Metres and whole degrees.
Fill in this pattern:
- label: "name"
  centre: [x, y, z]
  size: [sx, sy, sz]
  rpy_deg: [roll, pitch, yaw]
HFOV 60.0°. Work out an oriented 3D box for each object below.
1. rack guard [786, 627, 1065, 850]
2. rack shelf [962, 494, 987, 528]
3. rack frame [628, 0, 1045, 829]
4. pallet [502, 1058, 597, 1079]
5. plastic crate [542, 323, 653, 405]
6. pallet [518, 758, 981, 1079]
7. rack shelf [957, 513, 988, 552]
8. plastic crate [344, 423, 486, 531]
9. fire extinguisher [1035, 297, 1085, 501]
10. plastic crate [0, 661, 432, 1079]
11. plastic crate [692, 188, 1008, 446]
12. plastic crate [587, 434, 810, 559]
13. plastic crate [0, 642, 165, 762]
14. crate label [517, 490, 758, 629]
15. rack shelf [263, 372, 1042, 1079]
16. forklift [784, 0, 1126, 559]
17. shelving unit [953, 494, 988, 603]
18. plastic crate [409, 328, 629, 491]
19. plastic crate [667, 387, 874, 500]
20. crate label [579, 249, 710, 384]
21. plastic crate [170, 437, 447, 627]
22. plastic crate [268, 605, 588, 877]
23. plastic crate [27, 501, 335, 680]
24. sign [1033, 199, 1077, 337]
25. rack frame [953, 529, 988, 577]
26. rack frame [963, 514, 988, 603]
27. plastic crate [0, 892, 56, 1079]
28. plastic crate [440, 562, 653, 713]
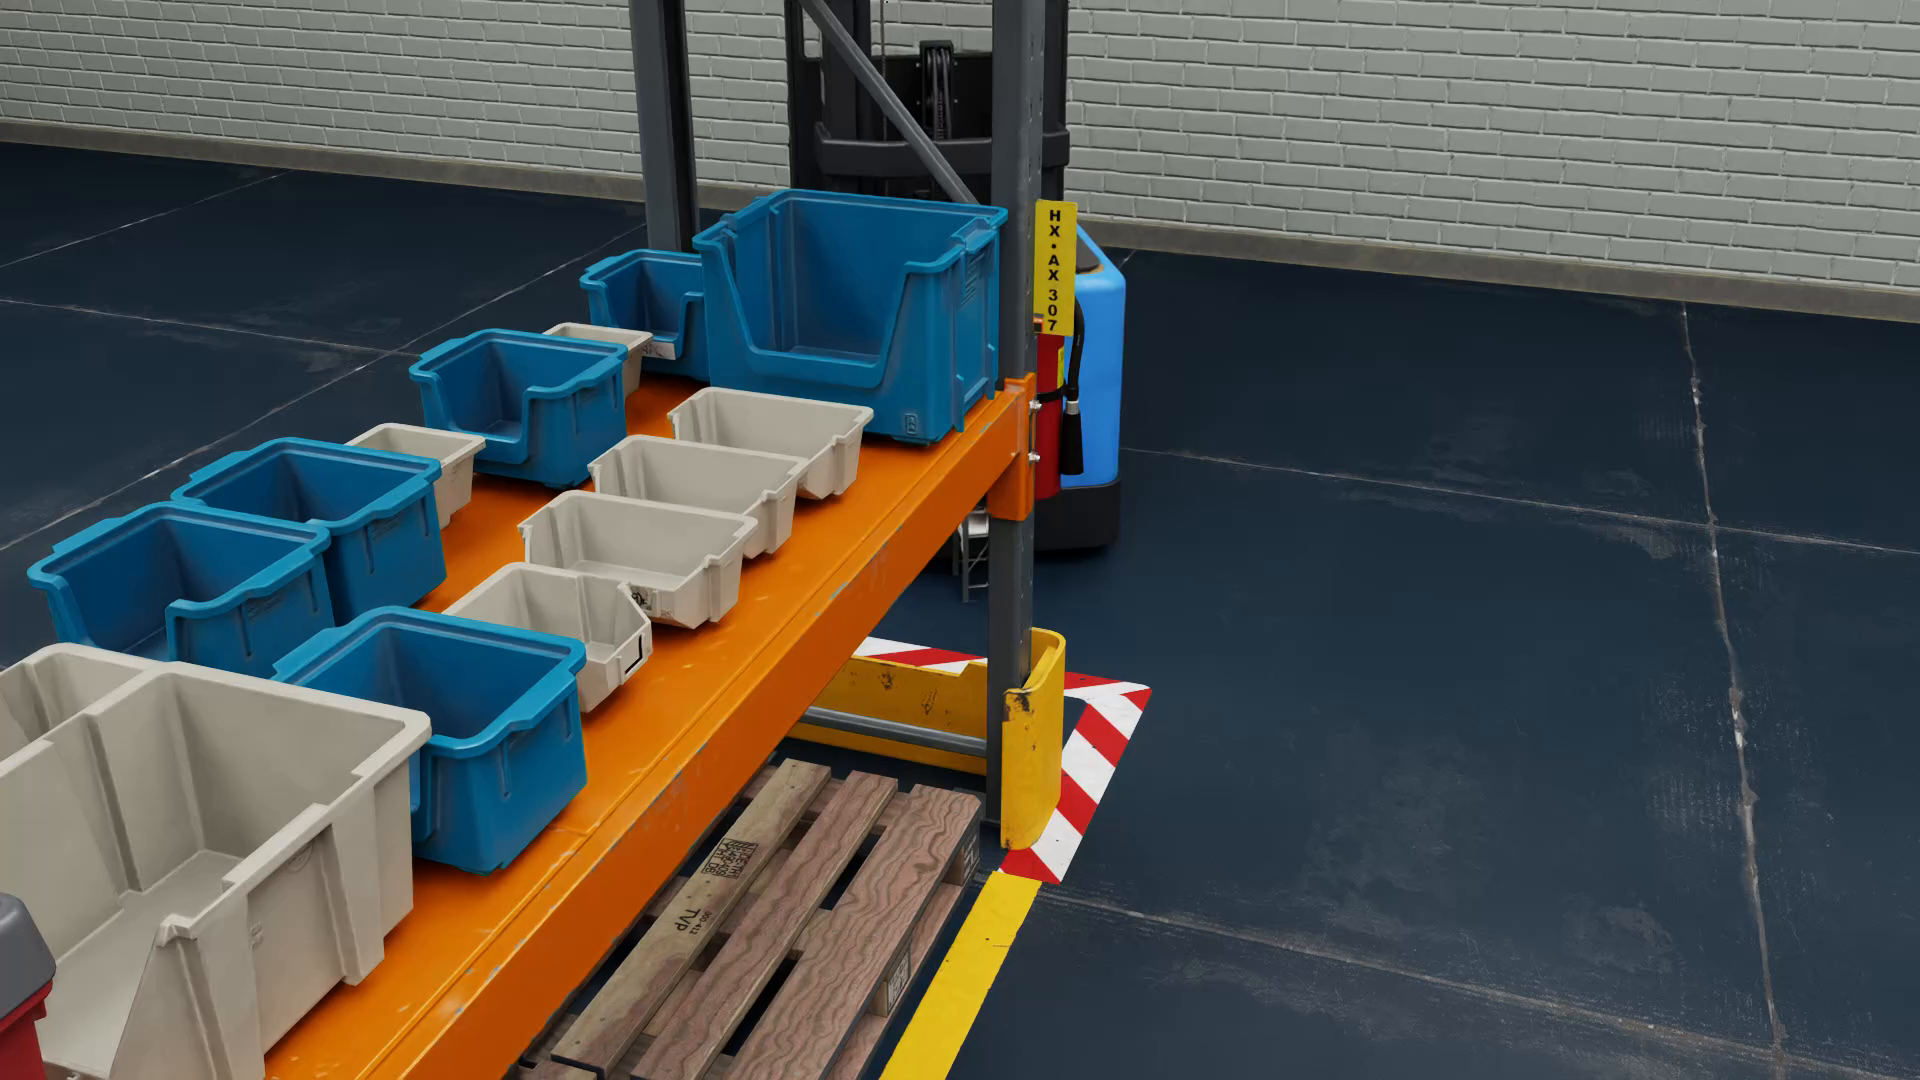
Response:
- label: "rack guard"
  centre: [-0.303, 0.469, 4.707]
  size: [1.175, 0.500, 0.348]
  rpy_deg: [9, 27, 17]
- label: "rack shelf"
  centre: [0.111, -0.127, 5.762]
  size: [0.258, 0.077, 0.200]
  rpy_deg: [-4, 26, -9]
- label: "rack frame"
  centre: [-0.299, -0.644, 4.138]
  size: [1.000, 3.000, 0.127]
  rpy_deg: [9, 27, 17]
- label: "pallet"
  centre: [-1.017, 1.444, 3.025]
  size: [1.003, 0.211, 1.213]
  rpy_deg: [9, 27, 17]
- label: "plastic crate"
  centre: [-0.876, -0.379, 3.824]
  size: [0.250, 0.136, 0.298]
  rpy_deg: [9, 27, 17]
- label: "pallet"
  centre: [-0.610, 0.944, 4.057]
  size: [1.003, 0.211, 1.213]
  rpy_deg: [9, 27, 17]
- label: "rack shelf"
  centre: [0.111, -0.046, 5.801]
  size: [0.258, 0.077, 0.200]
  rpy_deg: [-4, 26, -9]
- label: "plastic crate"
  centre: [-1.102, -0.100, 3.248]
  size: [0.250, 0.136, 0.298]
  rpy_deg: [9, 27, 17]
- label: "fire extinguisher"
  centre: [0.180, -0.438, 4.228]
  size: [0.296, 0.674, 0.183]
  rpy_deg: [9, 27, 17]
- label: "plastic crate"
  centre: [-0.948, 0.425, 1.997]
  size: [0.437, 0.282, 0.530]
  rpy_deg: [9, 27, 17]
- label: "plastic crate"
  centre: [-0.234, -0.522, 3.777]
  size: [0.616, 0.435, 0.499]
  rpy_deg: [9, 27, 17]
- label: "plastic crate"
  centre: [-0.509, -0.074, 3.195]
  size: [0.396, 0.136, 0.243]
  rpy_deg: [9, 27, 17]
- label: "plastic crate"
  centre: [-1.334, 0.332, 2.356]
  size: [0.293, 0.136, 0.466]
  rpy_deg: [9, 27, 17]
- label: "crate label"
  centre: [-0.579, 0.044, 2.951]
  size: [0.396, 0.136, 0.243]
  rpy_deg: [9, 27, 17]
- label: "rack shelf"
  centre: [-0.964, 0.502, 2.597]
  size: [1.077, 0.370, 4.000]
  rpy_deg: [9, 27, 17]
- label: "forklift"
  centre: [-0.168, -1.850, 6.707]
  size: [1.130, 2.935, 3.031]
  rpy_deg: [-4, 26, -9]
- label: "shelving unit"
  centre: [0.111, -0.238, 5.708]
  size: [0.258, 0.900, 0.210]
  rpy_deg: [-4, 26, -9]
- label: "plastic crate"
  centre: [-0.910, -0.271, 3.492]
  size: [0.416, 0.233, 0.300]
  rpy_deg: [9, 27, 17]
- label: "plastic crate"
  centre: [-0.399, -0.191, 3.436]
  size: [0.396, 0.136, 0.243]
  rpy_deg: [9, 27, 17]
- label: "crate label"
  centre: [-0.691, -0.542, 4.051]
  size: [0.416, 0.233, 0.303]
  rpy_deg: [9, 27, 17]
- label: "plastic crate"
  centre: [-1.130, -0.001, 2.933]
  size: [0.416, 0.233, 0.300]
  rpy_deg: [9, 27, 17]
- label: "plastic crate"
  centre: [-0.740, 0.285, 2.342]
  size: [0.416, 0.233, 0.300]
  rpy_deg: [9, 27, 17]
- label: "plastic crate"
  centre: [-1.229, 0.122, 2.678]
  size: [0.416, 0.233, 0.300]
  rpy_deg: [9, 27, 17]
- label: "sign"
  centre: [0.225, -0.644, 3.952]
  size: [0.100, 0.325, 0.005]
  rpy_deg: [9, 27, 17]
- label: "rack frame"
  centre: [0.094, -0.281, 5.798]
  size: [0.240, 0.900, 0.006]
  rpy_deg: [-4, 26, -9]
- label: "rack frame"
  centre: [0.128, -0.194, 5.618]
  size: [0.240, 0.900, 0.006]
  rpy_deg: [-4, 26, -9]
- label: "plastic crate"
  centre: [-1.096, 0.613, 1.399]
  size: [0.402, 0.464, 0.583]
  rpy_deg: [9, 27, 17]
- label: "plastic crate"
  centre: [-0.660, 0.168, 2.694]
  size: [0.298, 0.136, 0.250]
  rpy_deg: [9, 27, 17]
